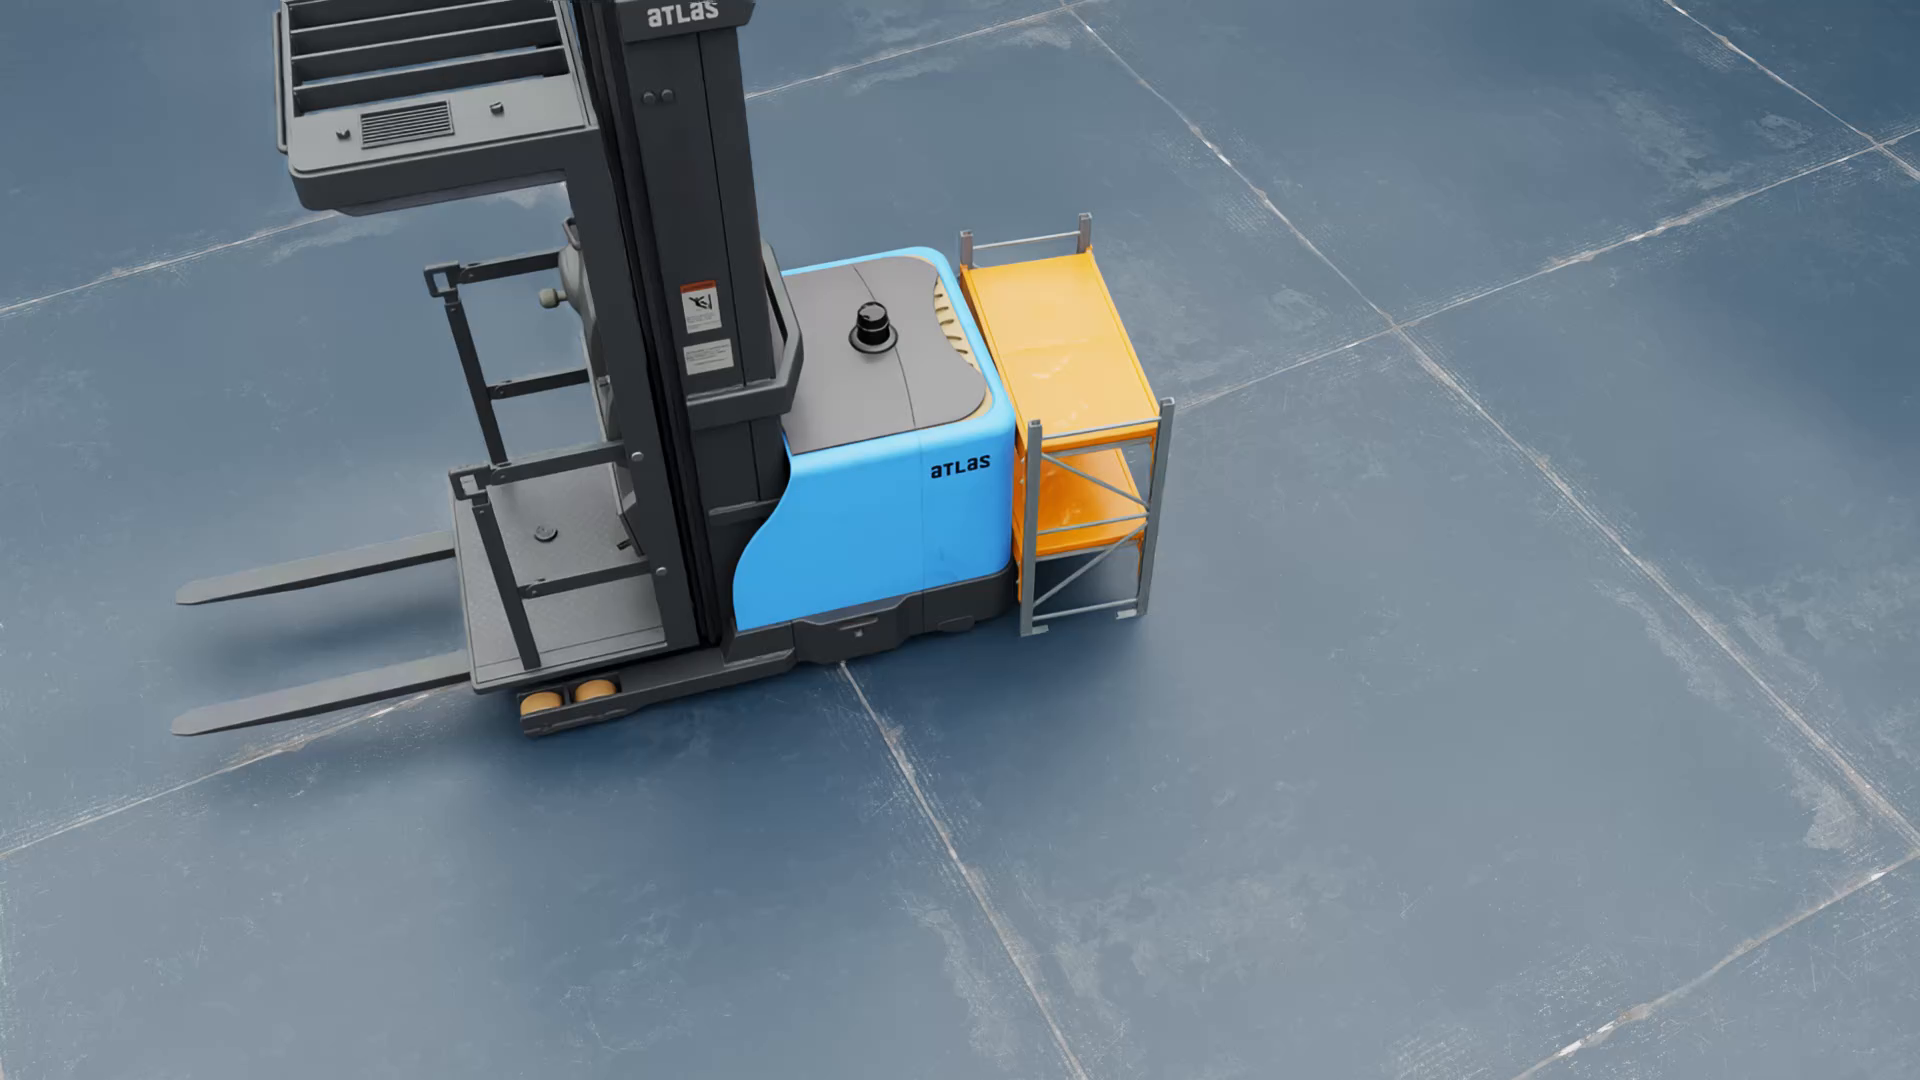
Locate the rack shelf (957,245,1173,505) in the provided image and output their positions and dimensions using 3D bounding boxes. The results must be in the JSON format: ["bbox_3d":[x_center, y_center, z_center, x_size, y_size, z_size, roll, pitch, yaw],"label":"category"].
[{"bbox_3d":[0.359,-0.621,6.049,0.538,0.278,1.000,-10,50,-8],"label":"rack shelf"}]

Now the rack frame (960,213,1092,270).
[{"bbox_3d":[0.246,-0.801,6.596,0.500,1.125,0.032,-10,50,-8],"label":"rack frame"}]

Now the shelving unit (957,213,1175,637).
[{"bbox_3d":[0.359,-0.428,6.270,0.538,1.125,1.048,-10,50,-8],"label":"shelving unit"}]

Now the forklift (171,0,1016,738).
[{"bbox_3d":[-1.372,-0.706,5.313,3.031,2.935,1.130,-12,50,-11],"label":"forklift"}]

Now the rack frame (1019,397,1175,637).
[{"bbox_3d":[0.472,-0.055,5.943,0.500,1.125,0.032,-10,50,-8],"label":"rack frame"}]

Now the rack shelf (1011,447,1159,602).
[{"bbox_3d":[0.359,-0.267,6.454,0.538,0.278,1.000,-10,50,-8],"label":"rack shelf"}]
